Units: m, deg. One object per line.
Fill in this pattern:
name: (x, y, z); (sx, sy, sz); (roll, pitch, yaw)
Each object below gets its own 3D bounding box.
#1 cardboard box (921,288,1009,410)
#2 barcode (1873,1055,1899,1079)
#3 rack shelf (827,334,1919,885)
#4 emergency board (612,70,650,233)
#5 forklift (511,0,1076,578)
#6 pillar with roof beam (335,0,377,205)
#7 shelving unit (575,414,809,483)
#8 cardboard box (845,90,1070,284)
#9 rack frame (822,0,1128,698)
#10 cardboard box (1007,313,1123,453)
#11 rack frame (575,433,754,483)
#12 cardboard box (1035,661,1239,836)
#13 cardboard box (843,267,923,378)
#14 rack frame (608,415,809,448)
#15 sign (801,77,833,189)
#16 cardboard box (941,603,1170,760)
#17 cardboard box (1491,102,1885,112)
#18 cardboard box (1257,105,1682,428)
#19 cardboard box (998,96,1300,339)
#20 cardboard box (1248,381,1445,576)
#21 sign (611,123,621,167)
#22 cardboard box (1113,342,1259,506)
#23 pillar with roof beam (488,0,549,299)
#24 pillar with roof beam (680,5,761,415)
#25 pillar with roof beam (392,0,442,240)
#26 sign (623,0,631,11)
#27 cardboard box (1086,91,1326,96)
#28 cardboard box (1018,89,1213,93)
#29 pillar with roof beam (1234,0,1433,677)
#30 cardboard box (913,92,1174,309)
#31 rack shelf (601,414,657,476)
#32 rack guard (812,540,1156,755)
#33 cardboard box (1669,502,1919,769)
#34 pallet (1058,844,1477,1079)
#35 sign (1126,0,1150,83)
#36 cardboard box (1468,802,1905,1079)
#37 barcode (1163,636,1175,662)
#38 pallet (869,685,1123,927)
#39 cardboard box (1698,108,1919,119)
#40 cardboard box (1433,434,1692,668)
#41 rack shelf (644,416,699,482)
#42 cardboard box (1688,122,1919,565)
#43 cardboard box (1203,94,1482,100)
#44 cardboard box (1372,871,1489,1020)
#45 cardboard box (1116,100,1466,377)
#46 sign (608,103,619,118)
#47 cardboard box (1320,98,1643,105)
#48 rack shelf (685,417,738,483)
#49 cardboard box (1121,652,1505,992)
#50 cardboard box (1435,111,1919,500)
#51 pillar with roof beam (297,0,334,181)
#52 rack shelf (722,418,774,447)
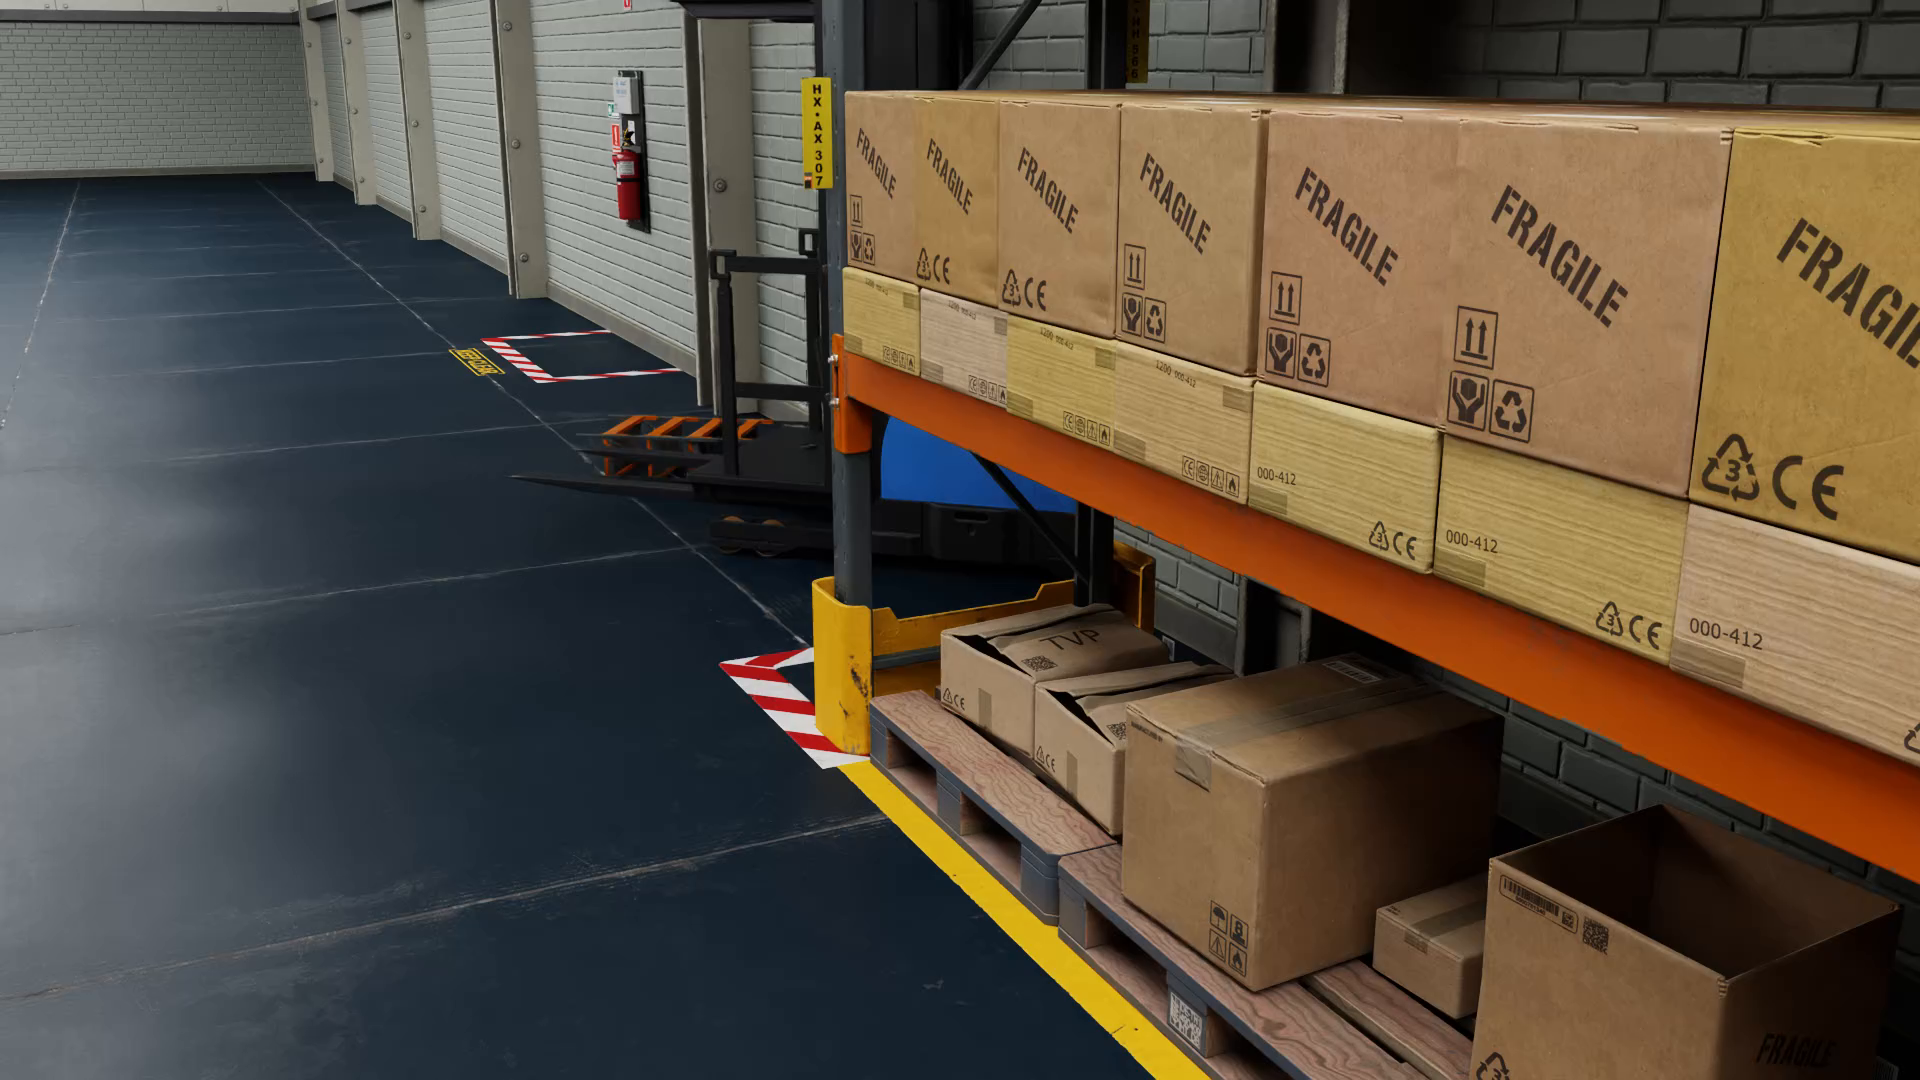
cardboard box: (0.229, -0.527, 4.386); (0.500, 0.250, 0.500); (-8, 18, -27)
barcode: (1.710, 0.993, 3.093); (0.001, 0.075, 0.075); (-8, 18, -25)
rack shelf: (0.937, -0.034, 3.737); (1.077, 0.370, 4.000); (-8, 18, -25)
emergency board: (-2.532, -2.912, 12.461); (0.194, 1.169, 0.643); (-8, 18, -25)
forklift: (-0.623, -1.463, 7.536); (3.031, 2.935, 1.130); (5, 17, 17)
pillar with roof beam: (-13.239, -9.122, 23.222); (9.100, 9.000, 0.400); (-8, 18, -25)
shelving unit: (-1.387, -0.485, 8.906); (1.200, 0.258, 0.503); (2, 16, 8)
cardboard box: (-0.001, -1.019, 4.741); (0.500, 0.500, 0.500); (-8, 18, -25)
rack frame: (0.060, -0.876, 5.366); (1.000, 3.000, 0.127); (-8, 18, -25)
cardboard box: (0.447, -0.400, 3.943); (0.500, 0.250, 0.500); (-8, 18, -26)
rack frame: (-1.424, -0.418, 8.674); (1.200, 0.240, 0.015); (2, 16, 8)
cardboard box: (0.532, 0.529, 4.548); (0.500, 0.311, 0.500); (-6, 17, -20)
cardboard box: (-0.011, -0.654, 4.828); (0.500, 0.250, 0.500); (-8, 18, -27)
rack frame: (-1.349, -0.551, 9.138); (1.200, 0.240, 0.015); (2, 16, 8)
sign: (-0.427, -1.227, 5.018); (0.100, 0.325, 0.005); (-8, 18, -25)
cardboard box: (0.283, 0.387, 5.040); (0.500, 0.311, 0.500); (-10, 19, -31)
cardboard box: (1.358, -0.577, 3.200); (0.500, 0.500, 0.500); (-7, 17, -23)
cardboard box: (0.893, -0.511, 2.971); (0.500, 0.500, 0.500); (-8, 18, -26)
cardboard box: (0.428, -0.767, 3.861); (0.500, 0.500, 0.500); (-8, 18, -27)
cardboard box: (0.888, -0.150, 3.071); (0.500, 0.250, 0.500); (-8, 18, -25)
sign: (-2.682, -3.079, 12.977); (0.001, 0.329, 0.234); (-8, 18, -25)
cardboard box: (0.666, -0.275, 3.505); (0.500, 0.250, 0.500); (-7, 18, -24)
pillar with roof beam: (-7.982, -6.146, 12.854); (9.100, 9.000, 0.400); (-8, 18, -25)
pillar with roof beam: (-5.354, -4.658, 7.669); (9.100, 9.000, 0.400); (-8, 18, -25)
pillar with roof beam: (-10.611, -7.634, 18.038); (9.100, 9.000, 0.400); (-8, 18, -25)
sign: (-2.446, -4.041, 12.190); (0.001, 0.298, 0.199); (-8, 18, -25)
cardboard box: (0.670, -0.957, 4.523); (0.500, 0.500, 0.500); (-7, 18, -24)
cardboard box: (0.458, -1.083, 4.963); (0.500, 0.500, 0.500); (-8, 18, -26)
pillar with roof beam: (-2.725, -3.171, 2.485); (9.100, 9.000, 0.400); (-8, 18, -25)
cardboard box: (0.207, -0.896, 4.310); (0.500, 0.500, 0.500); (-8, 18, -25)
rack shelf: (-1.775, -0.501, 8.964); (0.148, 0.258, 0.480); (2, 16, 8)
rack guard: (0.094, 0.344, 5.645); (1.175, 0.500, 0.348); (-8, 18, -25)
cardboard box: (1.333, 0.097, 2.209); (0.500, 0.250, 0.500); (-8, 18, -25)
pallet: (0.948, 0.991, 3.915); (1.003, 0.211, 1.213); (-8, 18, -25)
sign: (0.568, -1.647, 5.379); (0.100, 0.325, 0.005); (-8, 18, -25)
cardboard box: (1.322, 0.853, 3.074); (0.500, 0.500, 0.500); (-9, 18, -29)
barcode: (0.650, 0.339, 5.192); (0.001, 0.075, 0.075); (-8, 18, -25)
pallet: (0.418, 0.689, 4.968); (1.003, 0.211, 1.213); (-8, 18, -25)
cardboard box: (1.571, -0.453, 2.767); (0.500, 0.500, 0.500); (-8, 18, -25)
cardboard box: (1.122, -0.027, 2.643); (0.500, 0.250, 0.500); (-8, 18, -25)
rack shelf: (-1.541, -0.491, 8.929); (0.148, 0.258, 0.480); (2, 16, 8)
cardboard box: (1.328, -0.262, 2.102); (0.500, 0.500, 0.500); (-8, 18, -25)
cardboard box: (0.900, -0.829, 4.079); (0.500, 0.500, 0.500); (-8, 18, -26)
cardboard box: (1.130, 0.876, 3.633); (0.380, 0.149, 0.250); (-9, 18, -29)
cardboard box: (0.665, -0.640, 3.420); (0.500, 0.500, 0.500); (-7, 17, -23)
sign: (-2.688, -3.331, 12.896); (0.001, 0.109, 0.331); (-8, 18, -25)
cardboard box: (1.121, -0.704, 3.643); (0.500, 0.500, 0.500); (-7, 18, -24)
rack shelf: (-1.320, -0.482, 8.896); (0.148, 0.258, 0.480); (2, 16, 8)
cardboard box: (0.809, 0.626, 3.867); (0.700, 0.500, 0.500); (-9, 18, -28)
cardboard box: (1.104, -0.385, 2.531); (0.500, 0.500, 0.500); (-8, 18, -25)
pillar with roof beam: (-15.868, -10.609, 28.407); (9.100, 9.000, 0.400); (-8, 18, -25)
rack shelf: (-1.124, -0.473, 8.867); (0.148, 0.258, 0.480); (2, 16, 8)
